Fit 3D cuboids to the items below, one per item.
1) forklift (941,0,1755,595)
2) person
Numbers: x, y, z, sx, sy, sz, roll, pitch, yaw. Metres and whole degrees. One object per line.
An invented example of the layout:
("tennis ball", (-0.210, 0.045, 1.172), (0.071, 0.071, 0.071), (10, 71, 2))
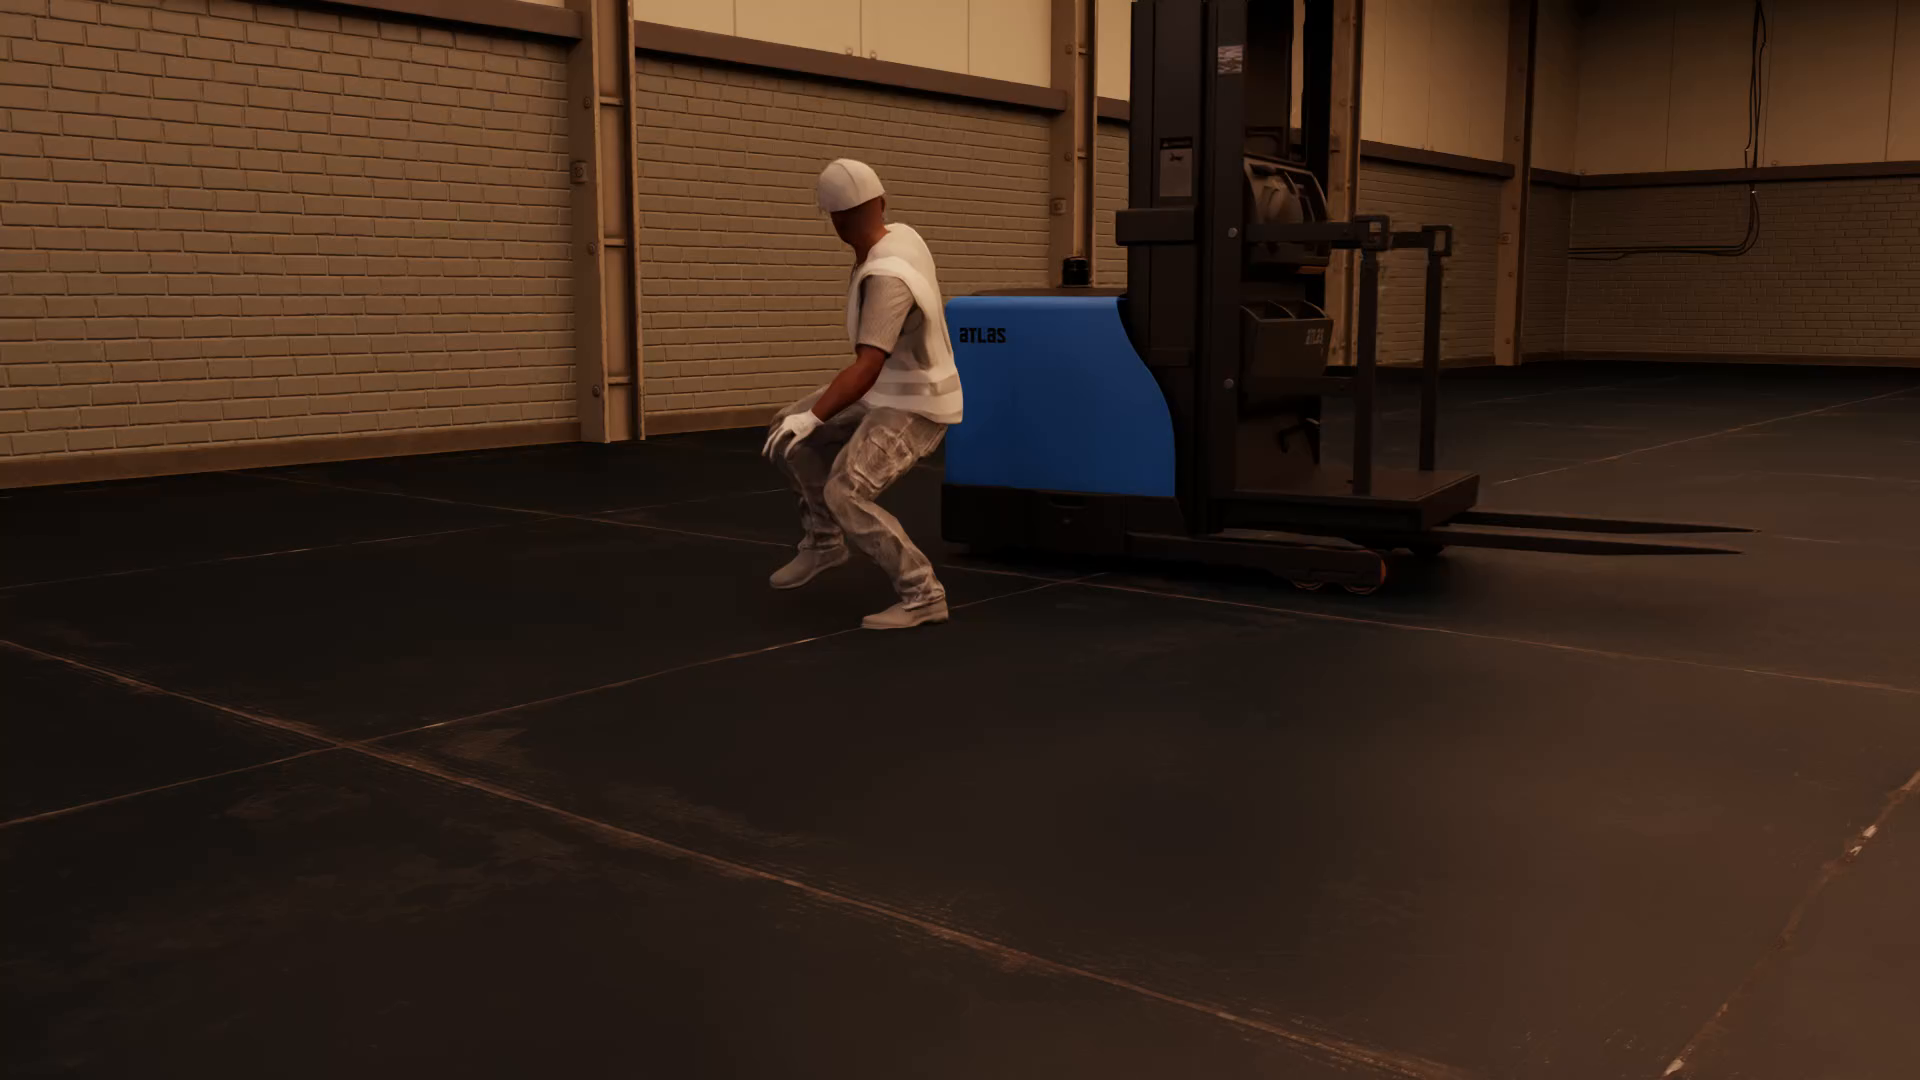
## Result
("forklift", (1.462, -1.338, 6.424), (3.031, 2.935, 1.130), (5, 9, 29))
("person", (-0.355, -0.495, 5.634), (0.719, 1.540, 0.822), (-2, 9, -15))
